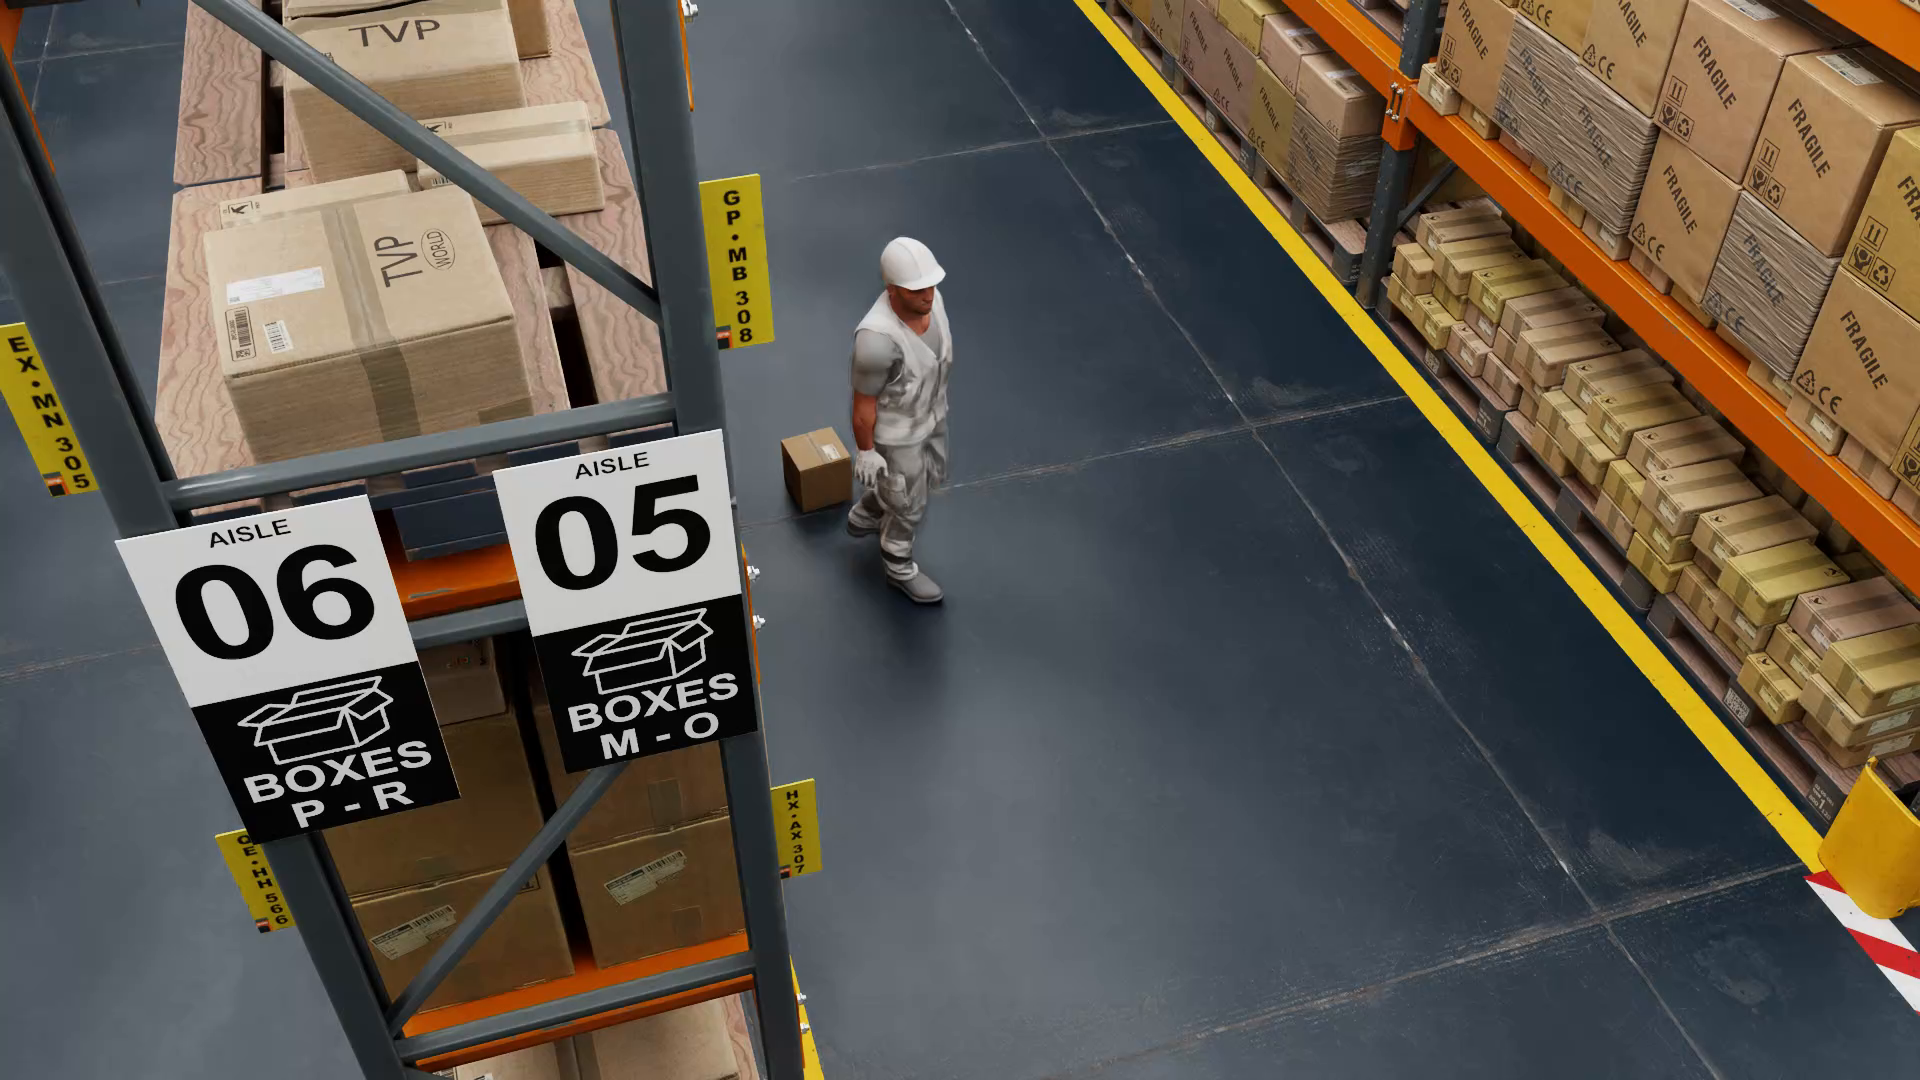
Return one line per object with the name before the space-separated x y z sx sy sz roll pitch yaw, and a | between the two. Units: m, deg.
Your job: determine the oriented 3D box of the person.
person | -0.281 -0.495 6.697 0.583 1.780 0.586 18 45 19
